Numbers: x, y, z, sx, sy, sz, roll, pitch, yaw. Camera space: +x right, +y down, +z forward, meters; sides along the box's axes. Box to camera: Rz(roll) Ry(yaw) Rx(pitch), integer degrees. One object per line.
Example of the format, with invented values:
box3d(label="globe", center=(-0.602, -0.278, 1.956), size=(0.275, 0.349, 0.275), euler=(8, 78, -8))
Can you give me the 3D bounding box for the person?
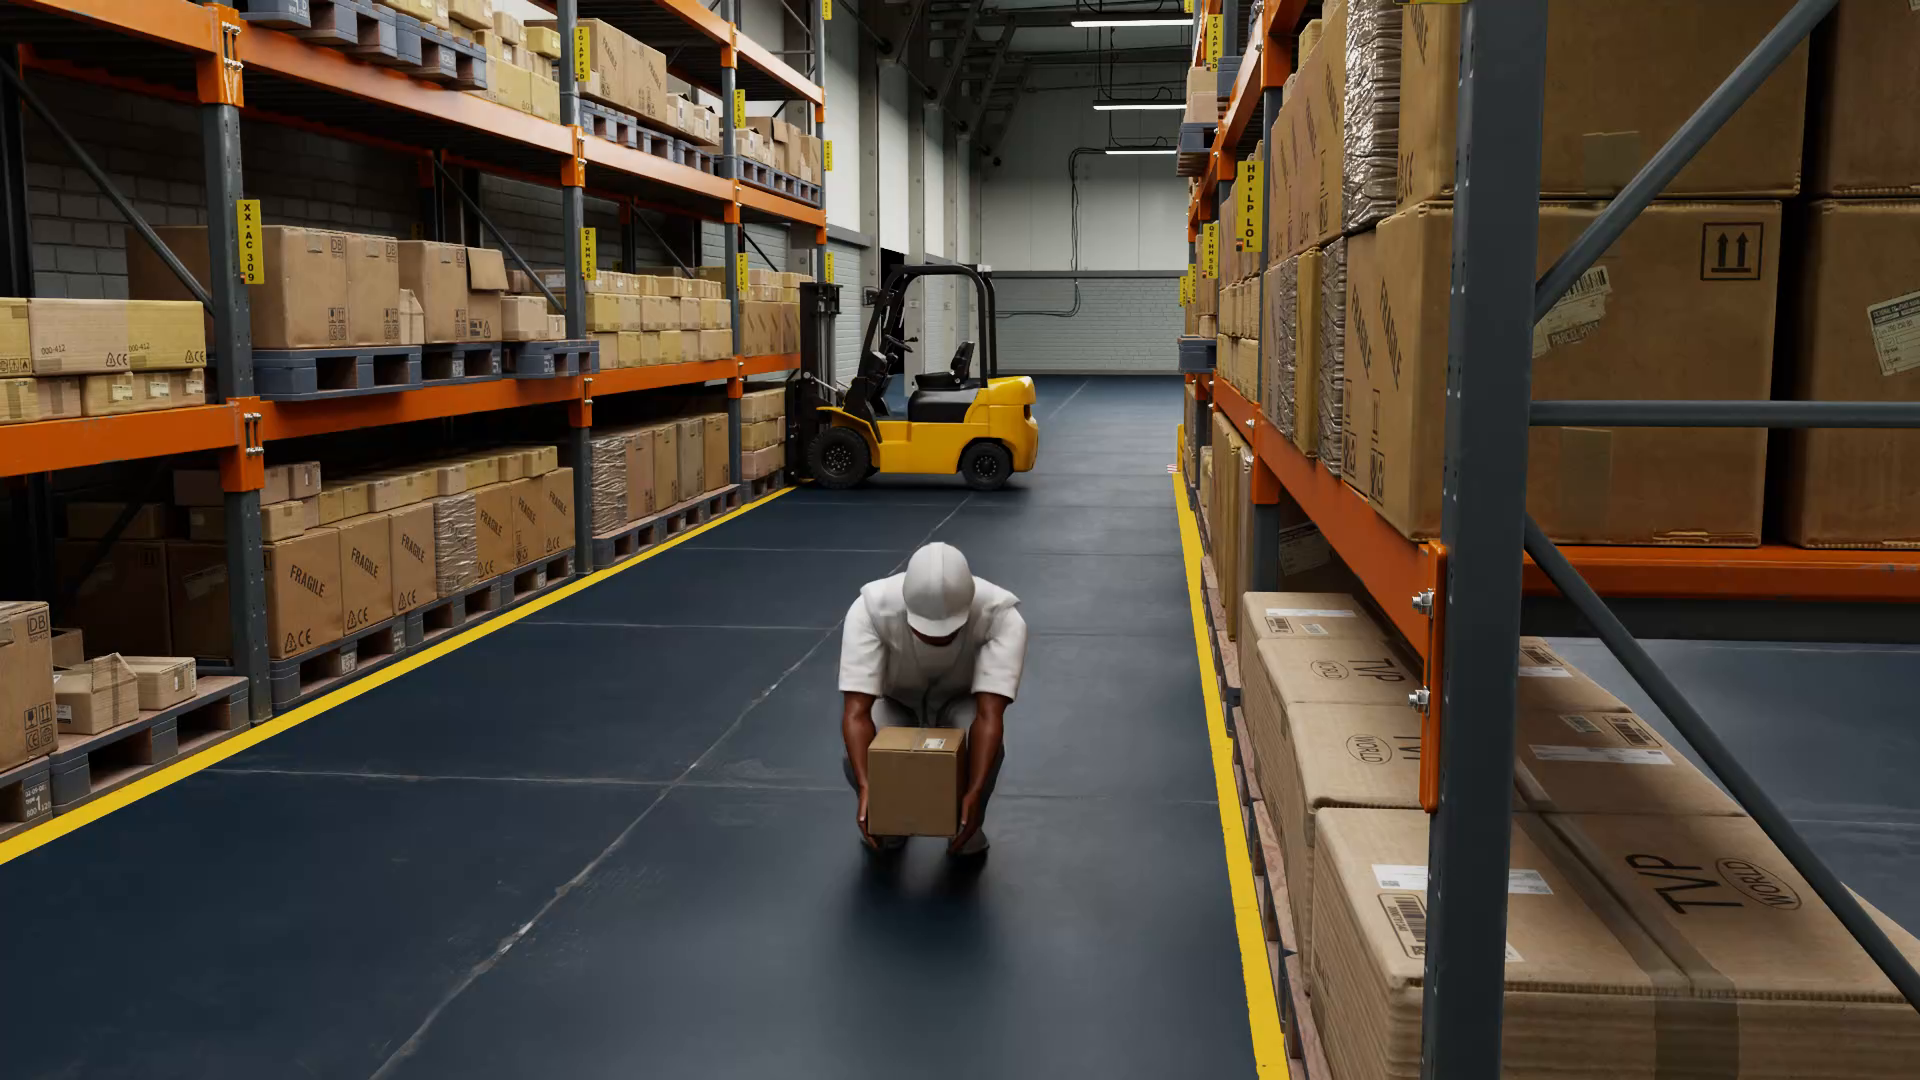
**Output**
box3d(label="person", center=(-0.073, 0.474, 5.044), size=(0.555, 1.010, 0.893), euler=(0, 8, 4))
